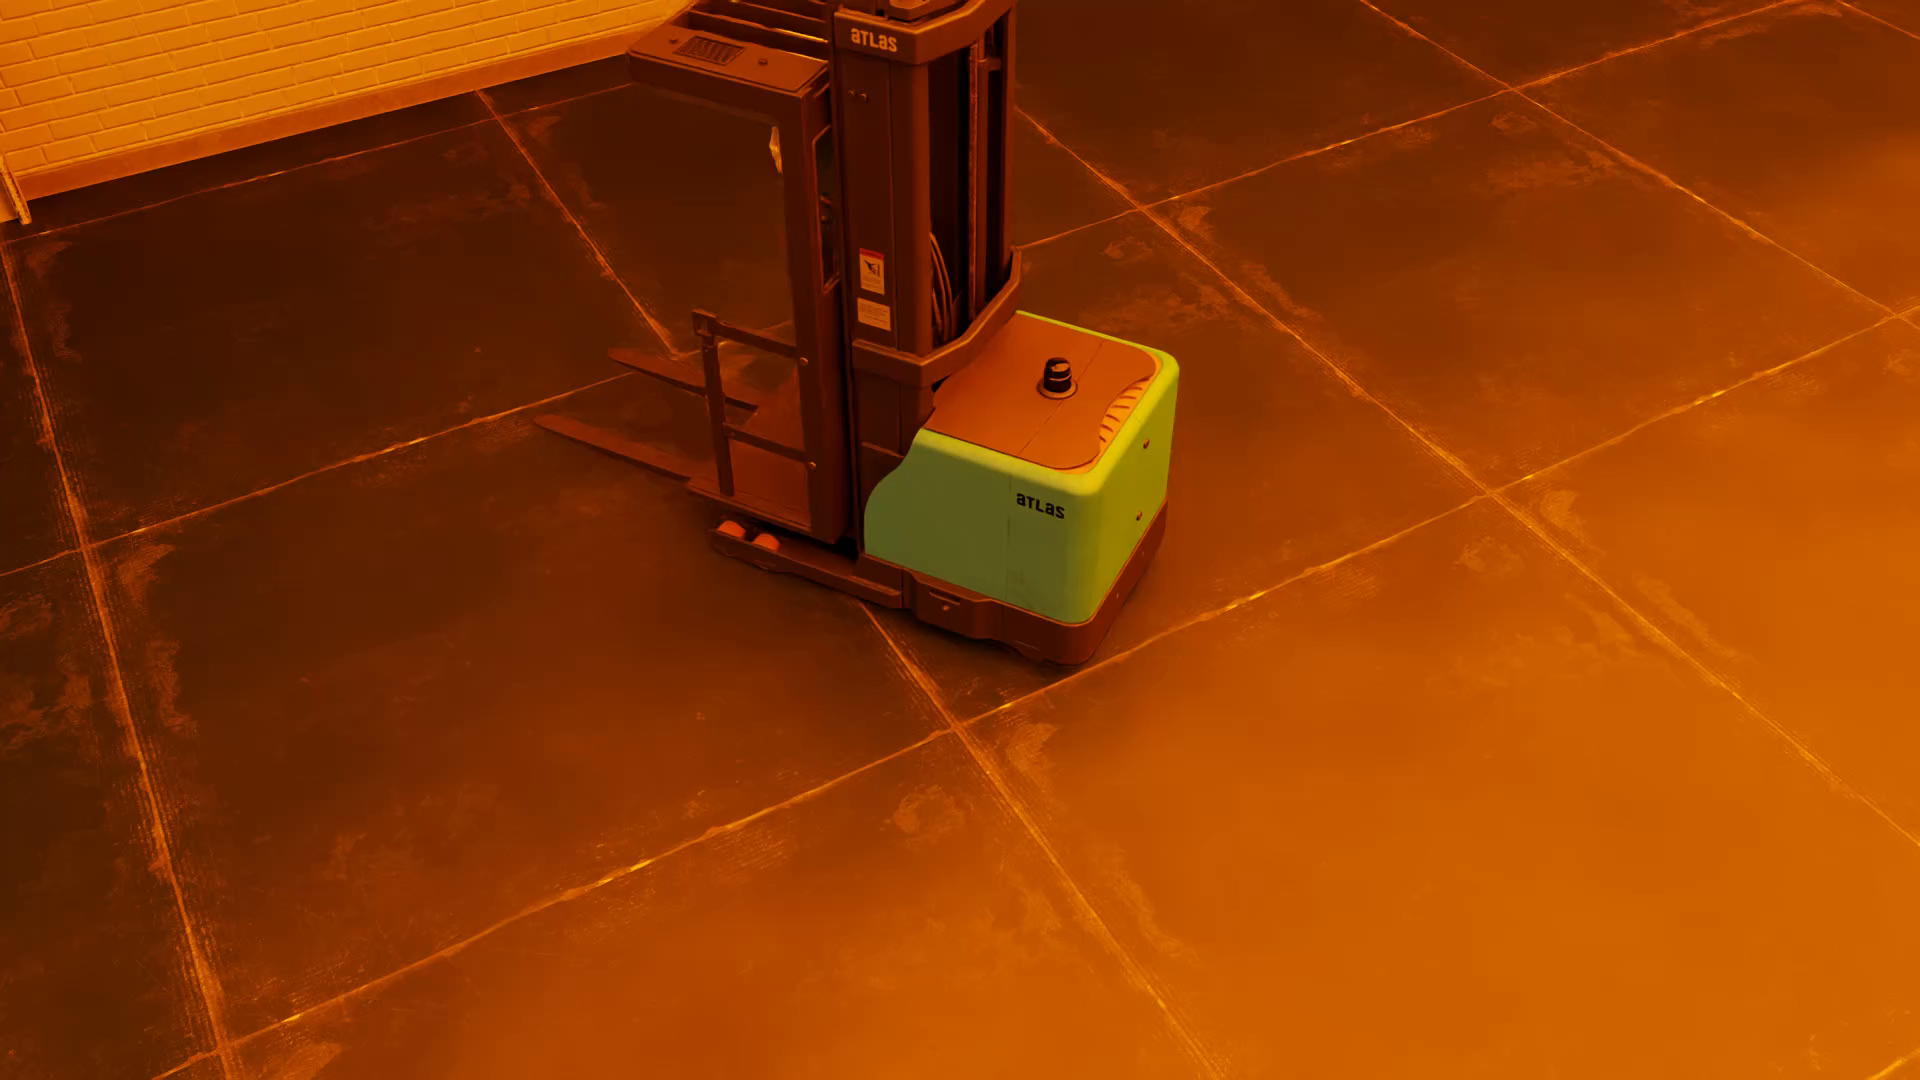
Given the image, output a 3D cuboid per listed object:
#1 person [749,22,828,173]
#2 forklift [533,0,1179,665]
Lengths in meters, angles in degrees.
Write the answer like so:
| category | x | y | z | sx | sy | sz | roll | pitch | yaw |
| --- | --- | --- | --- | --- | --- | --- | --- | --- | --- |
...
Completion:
| category | x | y | z | sx | sy | sz | roll | pitch | yaw |
| --- | --- | --- | --- | --- | --- | --- | --- | --- | --- |
| person | -0.805 | -2.985 | 9.890 | 1.016 | 1.638 | 0.668 | -13 | 44 | -13 |
| forklift | -0.596 | -1.238 | 7.033 | 3.031 | 2.935 | 1.130 | 19 | 46 | 19 |
